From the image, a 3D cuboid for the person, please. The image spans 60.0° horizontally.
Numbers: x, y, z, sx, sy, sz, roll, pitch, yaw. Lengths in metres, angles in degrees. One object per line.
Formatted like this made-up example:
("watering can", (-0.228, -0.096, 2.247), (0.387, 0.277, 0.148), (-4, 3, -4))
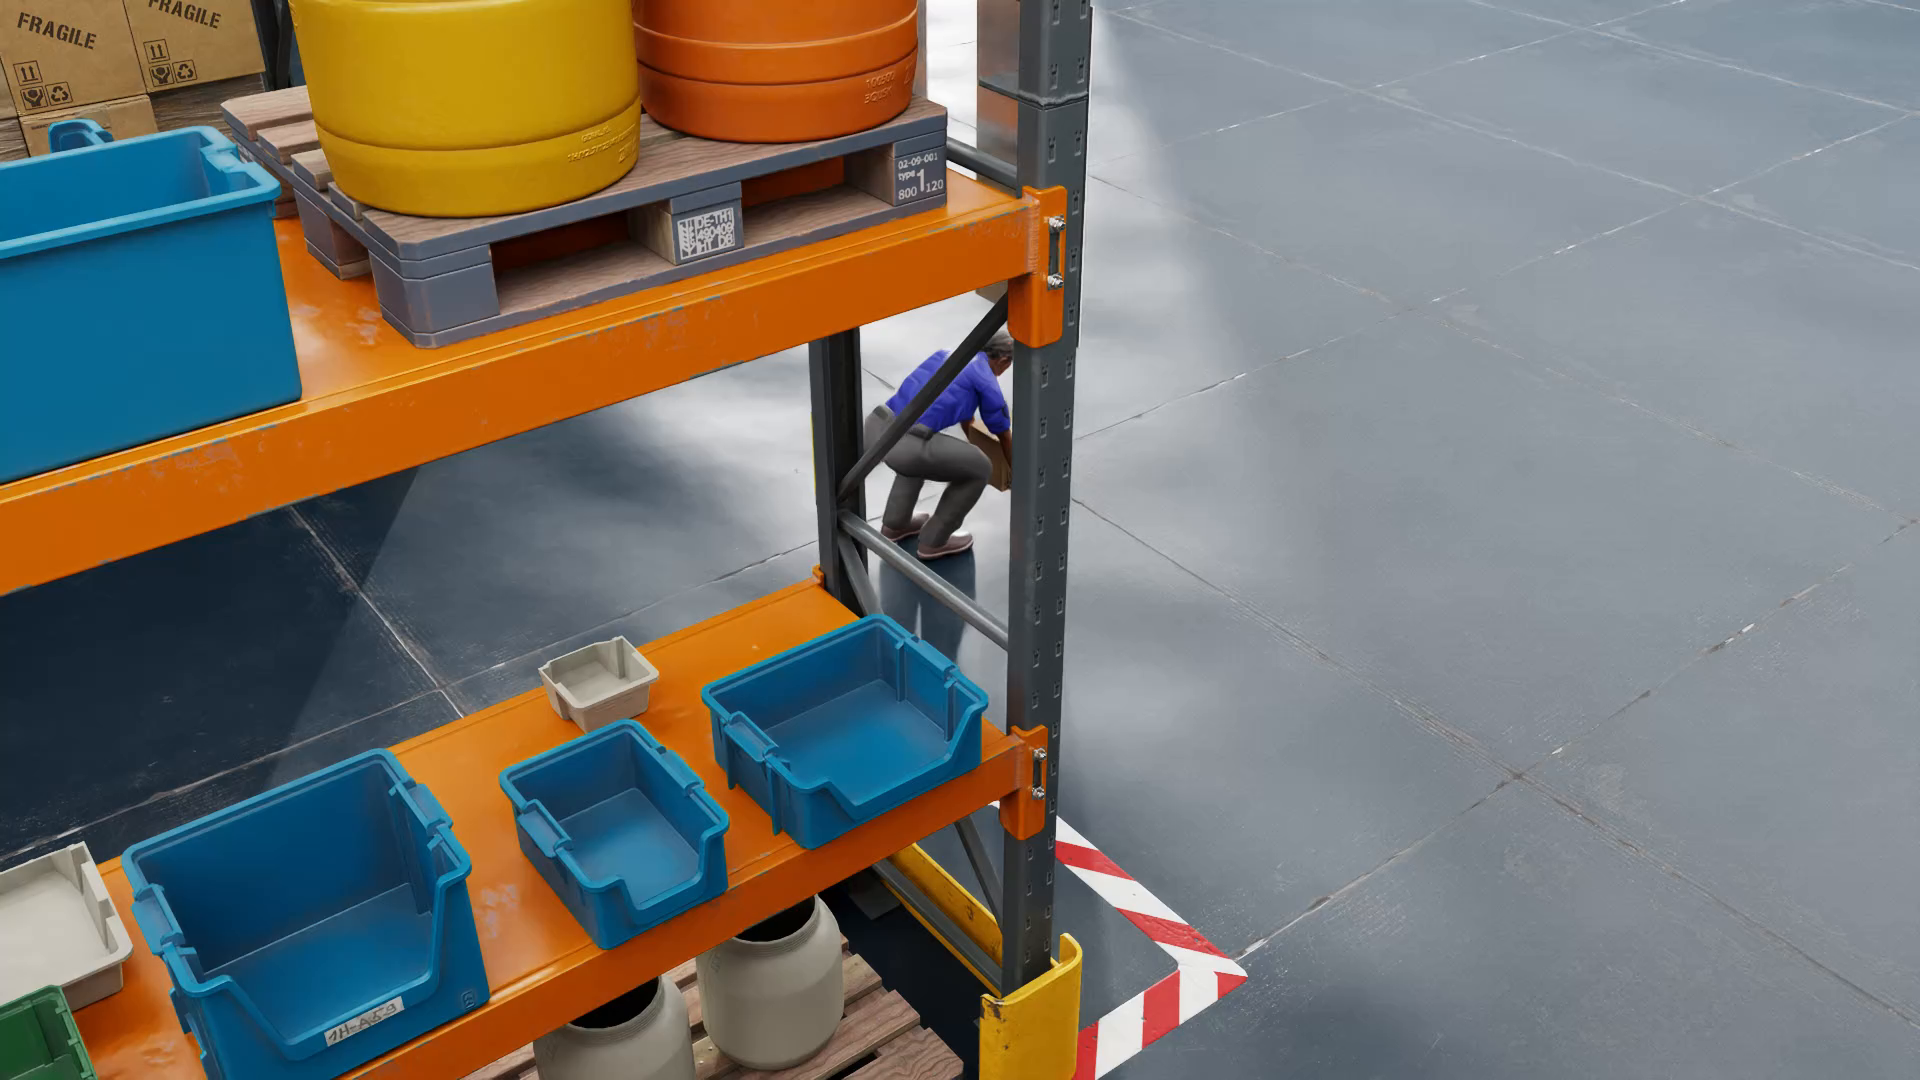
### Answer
("person", (-0.062, -0.429, 7.494), (0.857, 0.943, 0.464), (-24, 40, -33))
